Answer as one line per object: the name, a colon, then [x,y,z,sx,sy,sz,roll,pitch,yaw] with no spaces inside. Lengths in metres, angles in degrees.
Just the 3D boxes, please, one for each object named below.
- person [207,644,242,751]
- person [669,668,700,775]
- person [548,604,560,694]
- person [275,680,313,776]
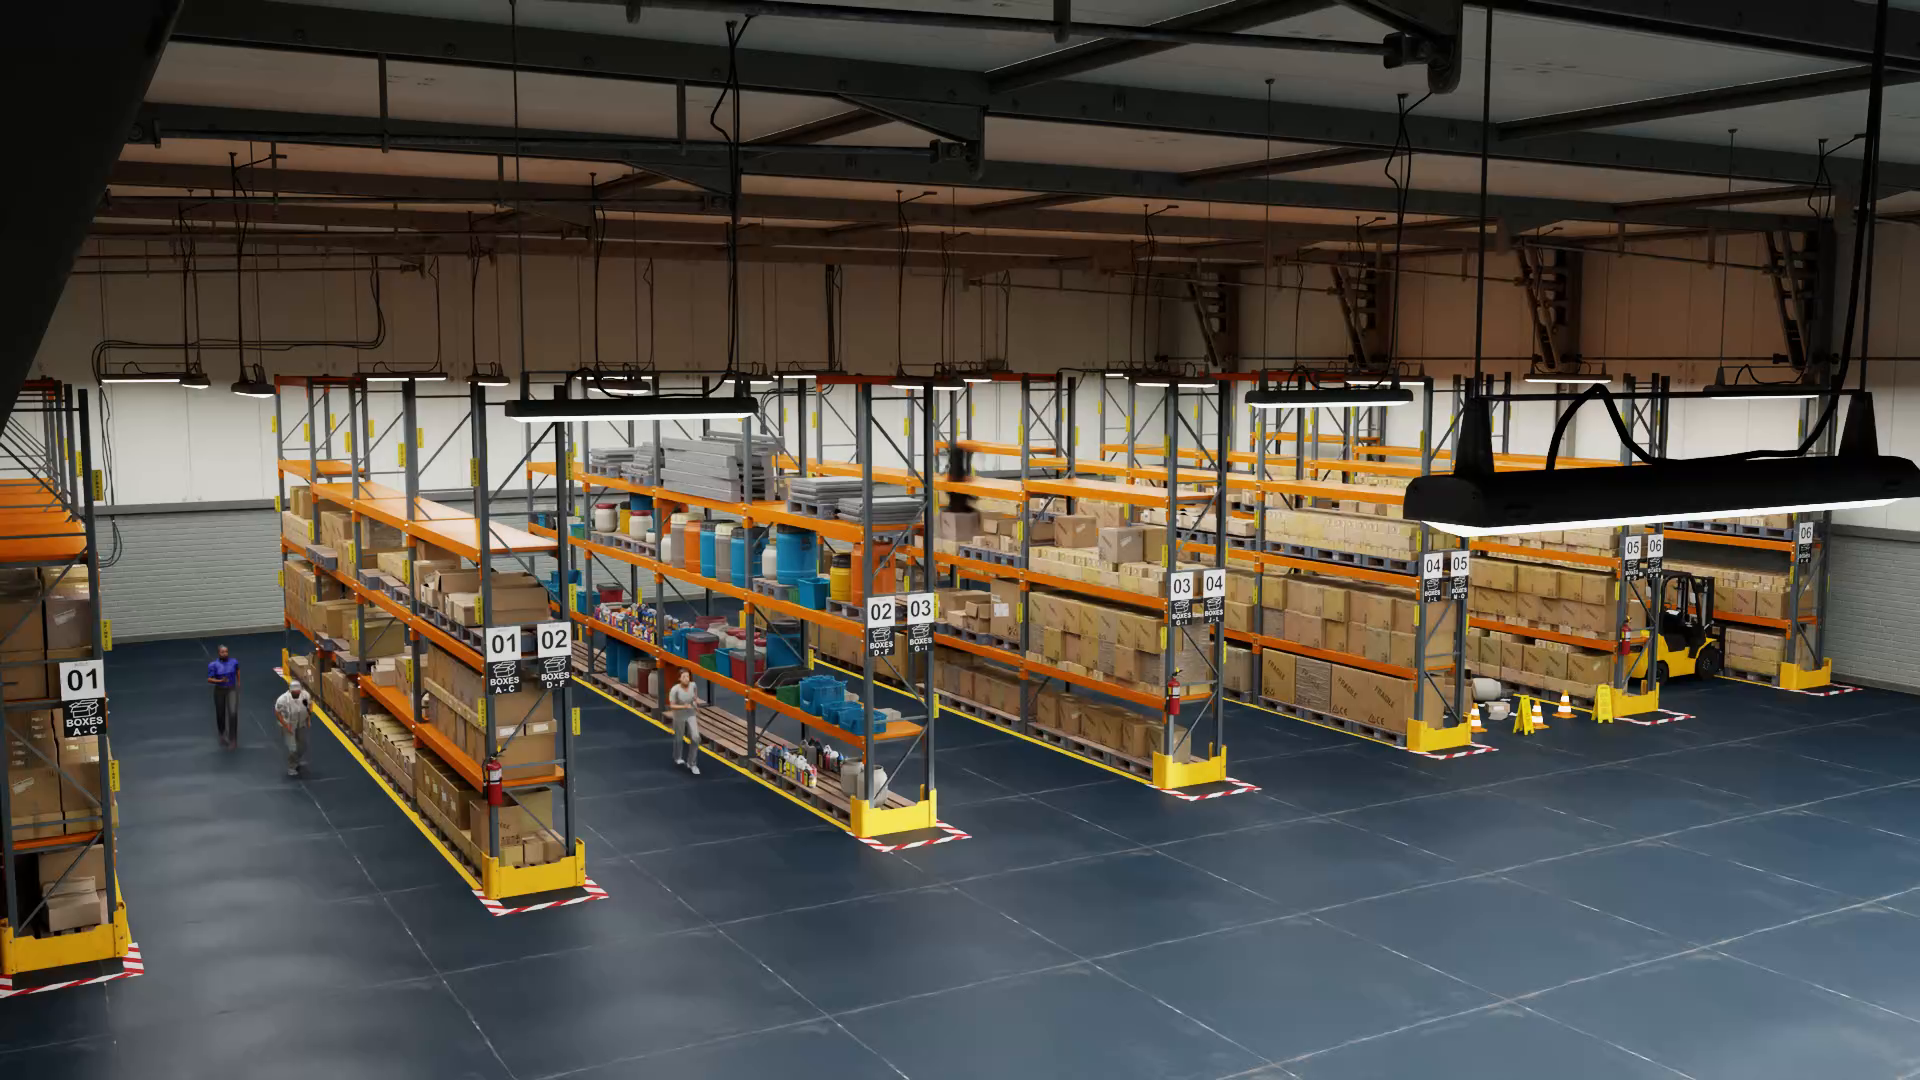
person: [-11.982,2.538,27.107,0.527,1.705,0.861,-3,7,-27]
person: [-4.216,2.731,25.396,0.495,1.617,0.945,-2,7,-21]
person: [-7.709,2.050,31.072,0.658,1.740,0.601,-4,7,-31]
person: [-10.118,2.819,25.290,0.899,1.522,0.647,5,8,40]
